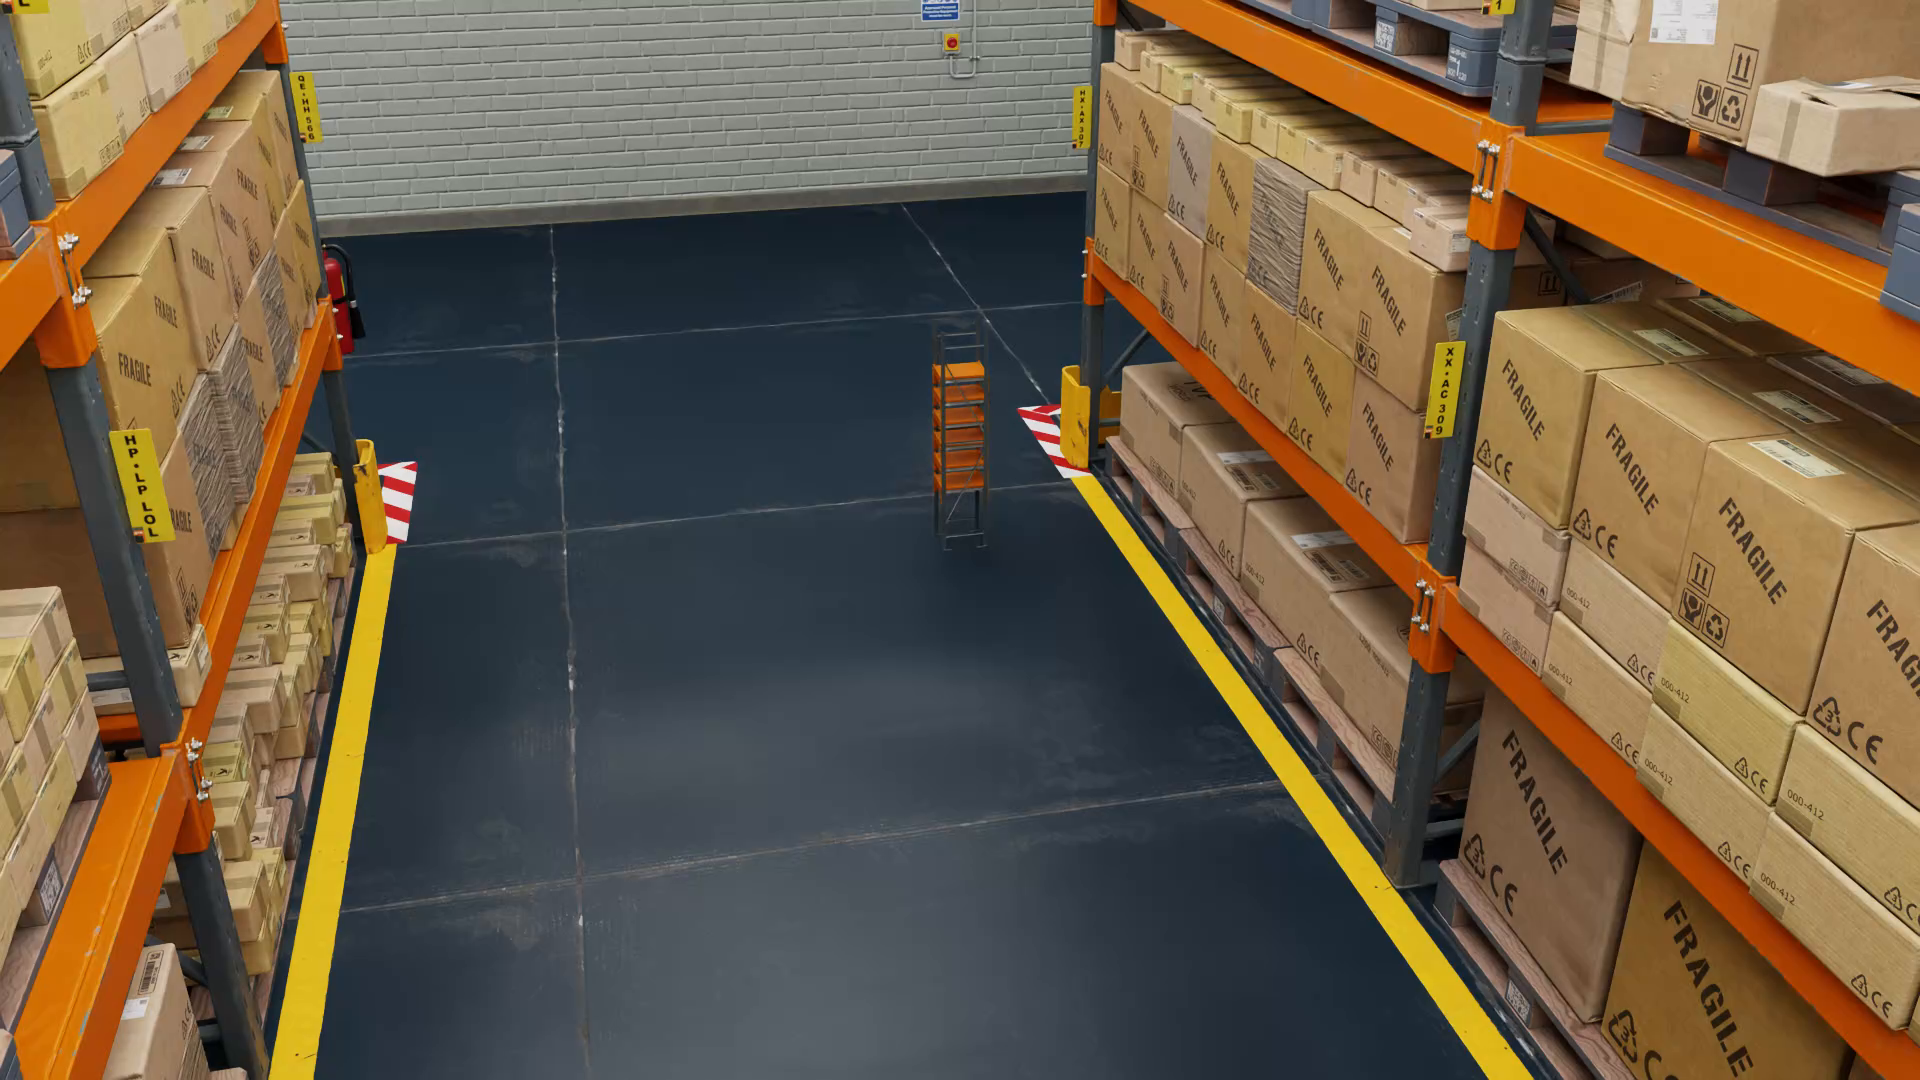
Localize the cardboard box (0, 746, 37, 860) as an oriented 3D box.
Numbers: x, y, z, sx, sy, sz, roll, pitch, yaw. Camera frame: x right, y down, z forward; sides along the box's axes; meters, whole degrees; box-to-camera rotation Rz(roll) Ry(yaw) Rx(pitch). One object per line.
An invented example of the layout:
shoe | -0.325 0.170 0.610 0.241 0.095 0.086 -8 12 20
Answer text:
cardboard box | -2.314 0.605 3.705 0.380 0.149 0.250 -5 27 -9

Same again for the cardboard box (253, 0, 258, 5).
cardboard box | -3.251 -2.421 7.056 0.500 0.250 0.500 -7 28 -13

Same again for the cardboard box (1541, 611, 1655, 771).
cardboard box | 2.050 0.401 4.793 0.500 0.250 0.500 -7 28 -13

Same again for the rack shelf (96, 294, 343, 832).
rack shelf | -3.161 -0.123 6.463 1.077 0.370 4.000 -6 27 -12

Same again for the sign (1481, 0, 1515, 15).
sign | 1.550 -1.661 4.722 0.100 0.325 0.005 -6 27 -12

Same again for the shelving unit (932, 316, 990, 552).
shelving unit | 0.003 -0.529 8.467 0.258 1.200 0.189 -6 27 -12

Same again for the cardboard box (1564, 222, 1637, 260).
cardboard box | 2.272 -1.059 5.578 0.380 0.149 0.250 -6 27 -12

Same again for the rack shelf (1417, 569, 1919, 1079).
rack shelf | 2.541 1.086 4.068 1.077 0.370 4.000 -6 27 -12

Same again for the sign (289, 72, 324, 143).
sign | -3.066 -2.028 7.803 0.100 0.325 0.005 -6 27 -12

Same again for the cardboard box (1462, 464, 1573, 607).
cardboard box | 1.915 -0.048 5.127 0.500 0.250 0.500 -7 28 -13

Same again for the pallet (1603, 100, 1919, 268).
pallet | 2.345 -0.969 4.225 0.805 0.209 1.217 -7 28 -14

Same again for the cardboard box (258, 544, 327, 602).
cardboard box | -2.951 0.154 7.155 0.380 0.149 0.250 -5 27 -10

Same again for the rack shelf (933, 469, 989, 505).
rack shelf | 0.003 -0.275 8.595 0.258 0.103 0.180 -6 27 -12

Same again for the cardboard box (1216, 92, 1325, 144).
cardboard box | 1.307 -1.781 7.008 0.380 0.149 0.250 -7 28 -13

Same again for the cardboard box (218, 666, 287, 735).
cardboard box | -2.754 0.616 6.238 0.380 0.149 0.250 -5 27 -10

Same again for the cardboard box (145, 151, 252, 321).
cardboard box | -2.903 -1.089 6.027 0.500 0.500 0.500 -7 28 -13

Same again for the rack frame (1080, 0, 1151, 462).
rack frame | 1.189 -1.869 9.124 1.000 3.000 0.127 -6 27 -12

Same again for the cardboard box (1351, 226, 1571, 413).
cardboard box | 1.715 -0.783 5.752 0.500 0.500 0.500 -6 27 -12

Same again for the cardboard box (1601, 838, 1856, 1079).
cardboard box | 2.519 1.308 4.722 0.875 0.875 0.875 -5 27 -10

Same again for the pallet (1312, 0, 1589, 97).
pallet | 1.916 -1.773 5.703 1.003 0.211 1.213 -6 27 -12

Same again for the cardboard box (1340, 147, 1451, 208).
cardboard box | 1.636 -1.343 6.142 0.380 0.149 0.250 -6 27 -12

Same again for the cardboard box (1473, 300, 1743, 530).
cardboard box | 1.909 -0.382 4.957 0.500 0.500 0.500 -6 27 -11

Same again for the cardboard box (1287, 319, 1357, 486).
cardboard box | 1.615 -0.561 6.421 0.500 0.500 0.500 -7 28 -13

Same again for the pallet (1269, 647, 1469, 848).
pallet | 1.995 0.790 6.951 1.003 0.211 1.213 -6 27 -12

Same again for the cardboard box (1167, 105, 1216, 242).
cardboard box | 1.266 -1.669 7.508 0.500 0.500 0.500 -6 27 -12

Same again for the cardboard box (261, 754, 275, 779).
cardboard box | -2.846 0.885 6.365 0.380 0.149 0.250 -7 28 -14

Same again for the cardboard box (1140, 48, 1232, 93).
cardboard box | 1.074 -2.232 7.903 0.380 0.149 0.250 -5 27 -10

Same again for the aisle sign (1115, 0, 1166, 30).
aisle sign | 0.890 -3.032 8.543 0.394 0.787 0.004 -6 27 -12

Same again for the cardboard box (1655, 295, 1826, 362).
cardboard box | 2.435 -0.433 5.059 0.500 0.500 0.500 -5 27 -10

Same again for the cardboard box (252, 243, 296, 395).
cardboard box | -3.025 -0.880 6.724 0.500 0.500 0.500 -6 27 -11

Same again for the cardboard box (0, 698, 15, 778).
cardboard box | -2.311 0.481 3.621 0.380 0.149 0.250 -7 28 -13

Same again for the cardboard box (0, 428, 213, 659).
cardboard box | -2.576 0.013 4.953 0.500 0.500 0.500 -6 27 -13

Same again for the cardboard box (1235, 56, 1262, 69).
cardboard box | 1.545 -2.403 8.242 0.380 0.149 0.250 -5 27 -11

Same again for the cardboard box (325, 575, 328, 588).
cardboard box | -3.157 0.200 7.722 0.380 0.149 0.250 -6 27 -12

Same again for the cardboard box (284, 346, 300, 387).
cardboard box | -3.092 -0.764 7.214 0.380 0.149 0.250 -5 27 -10

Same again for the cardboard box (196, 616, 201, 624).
cardboard box | -2.585 0.283 5.140 0.380 0.149 0.250 -5 27 -10

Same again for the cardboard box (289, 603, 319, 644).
cardboard box | -2.926 0.401 6.993 0.380 0.149 0.250 -5 27 -9

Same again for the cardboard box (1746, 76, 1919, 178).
cardboard box | 2.034 -0.944 3.756 0.380 0.166 0.250 -8 28 -15

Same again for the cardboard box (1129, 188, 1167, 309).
cardboard box | 1.158 -1.455 8.192 0.500 0.500 0.500 -6 27 -12

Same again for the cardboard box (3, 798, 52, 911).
cardboard box | -2.314 0.736 3.775 0.380 0.149 0.250 -6 27 -12

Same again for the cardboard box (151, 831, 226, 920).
cardboard box | -2.586 1.081 5.316 0.380 0.149 0.250 -5 27 -9

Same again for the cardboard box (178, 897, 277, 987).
cardboard box | -2.479 1.327 5.490 0.380 0.149 0.250 -7 28 -14

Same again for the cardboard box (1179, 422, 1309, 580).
cardboard box | 1.649 -0.232 8.259 0.875 0.438 0.875 -5 27 -10

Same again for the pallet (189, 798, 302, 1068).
pallet | -2.896 1.388 5.767 1.003 0.211 1.213 -6 27 -12

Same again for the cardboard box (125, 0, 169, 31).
cardboard box | -2.792 -1.739 5.148 0.500 0.250 0.500 -5 27 -11

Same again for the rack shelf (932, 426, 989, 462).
rack shelf | 0.003 -0.490 8.487 0.258 0.103 0.180 -6 27 -12

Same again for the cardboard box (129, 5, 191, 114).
cardboard box | -2.777 -1.518 5.266 0.500 0.250 0.500 -5 27 -9

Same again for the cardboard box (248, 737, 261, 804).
cardboard box | -2.772 0.871 6.064 0.380 0.149 0.250 -7 28 -14

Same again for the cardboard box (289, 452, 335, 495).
cardboard box | -3.245 -0.296 8.045 0.380 0.149 0.250 -6 27 -11

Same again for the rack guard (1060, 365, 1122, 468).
rack guard | 1.183 -0.764 9.708 1.175 0.500 0.348 -6 27 -12
